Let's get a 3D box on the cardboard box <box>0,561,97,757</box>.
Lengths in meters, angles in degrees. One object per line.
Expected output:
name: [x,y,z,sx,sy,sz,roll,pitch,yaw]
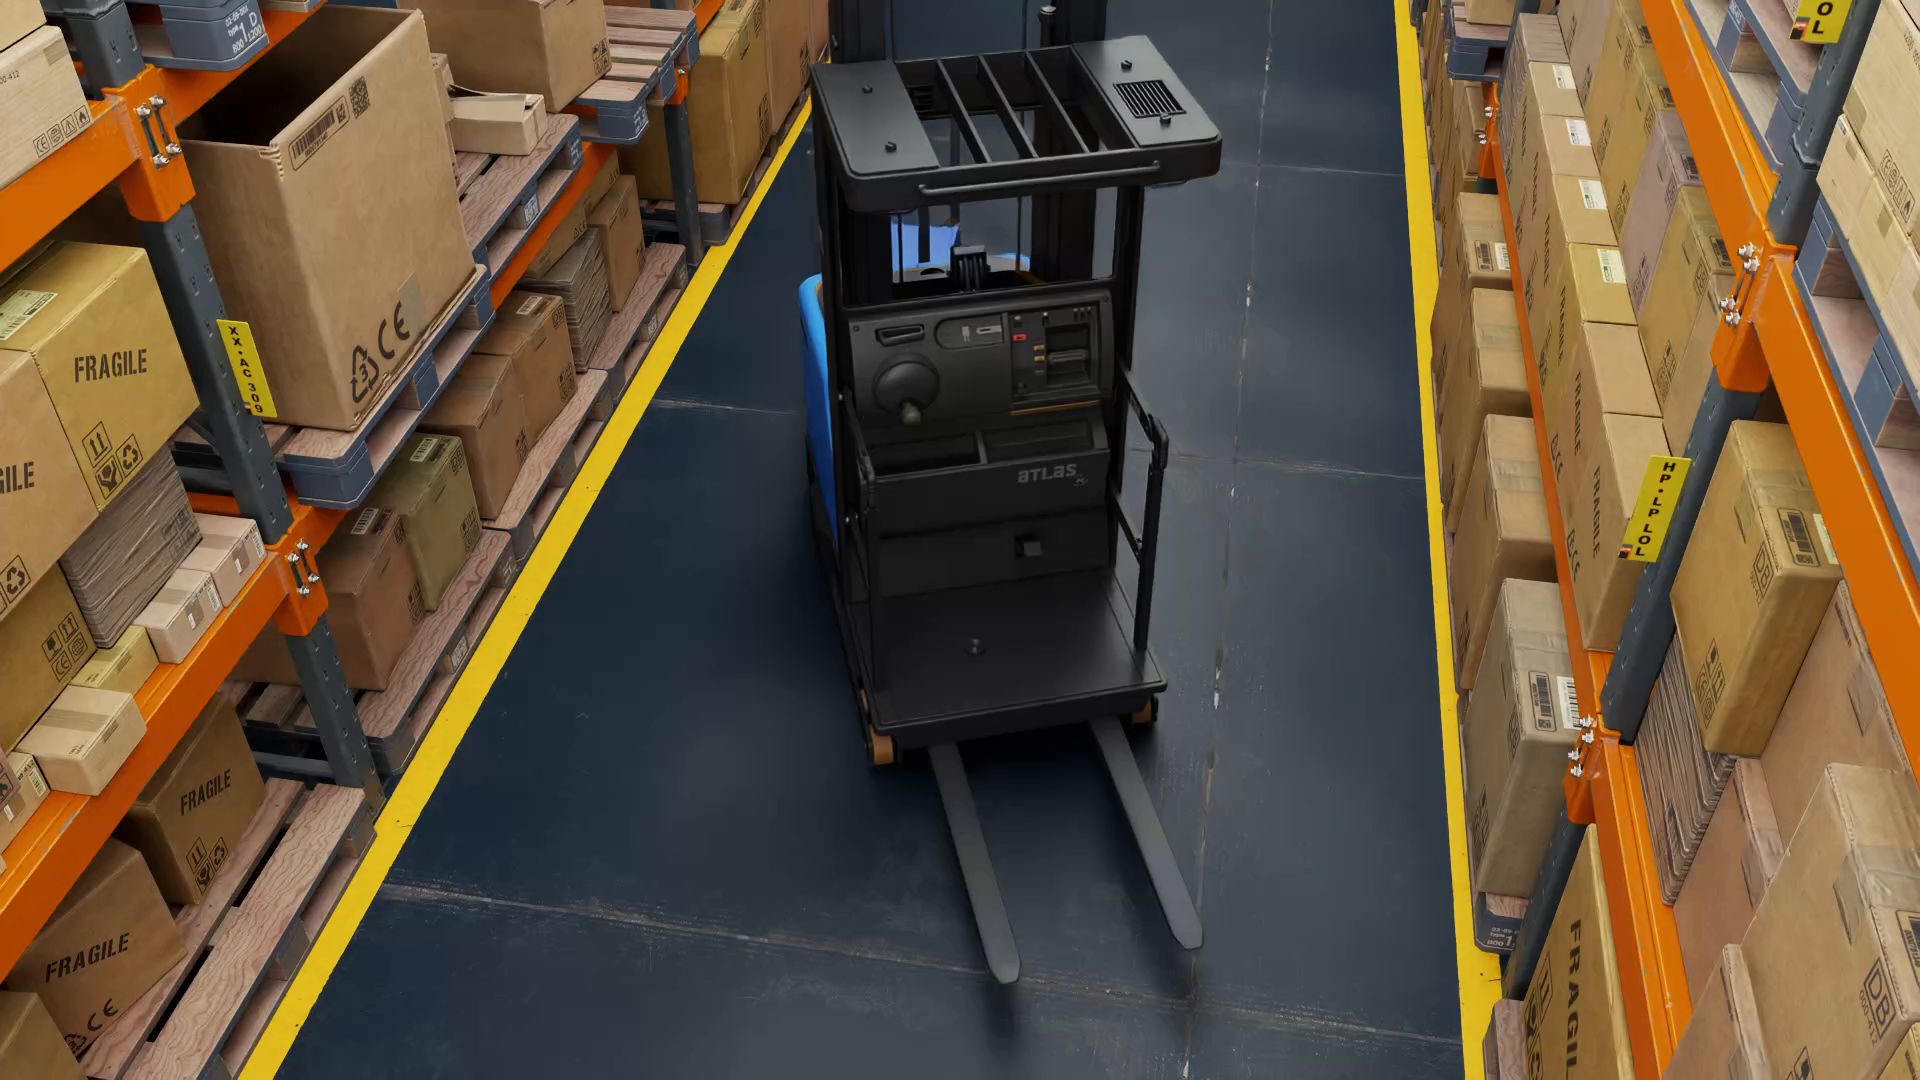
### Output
cardboard box: [-2.861,0.217,4.322,0.875,0.500,0.500,6,40,8]

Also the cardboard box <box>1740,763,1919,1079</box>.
cardboard box: [1.959,0.830,2.926,0.875,0.550,0.550,6,40,8]

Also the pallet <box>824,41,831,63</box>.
pallet: [-1.276,-3.669,11.522,1.003,0.211,1.213,6,40,8]

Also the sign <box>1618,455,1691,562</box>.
sign: [1.730,-0.075,4.140,0.100,0.325,0.005,6,40,8]

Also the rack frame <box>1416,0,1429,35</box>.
rack frame: [3.651,-4.626,10.491,1.000,3.000,0.127,6,40,8]

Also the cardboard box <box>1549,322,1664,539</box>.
cardboard box: [2.181,-0.318,5.202,0.500,0.500,0.500,6,40,7]

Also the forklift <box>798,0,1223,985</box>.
forklift: [0.130,-0.552,5.618,1.130,2.935,3.031,-8,40,-9]

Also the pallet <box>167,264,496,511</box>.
pallet: [-2.326,-0.605,5.778,1.003,0.211,1.213,6,40,8]

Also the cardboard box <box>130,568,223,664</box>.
cardboard box: [-2.402,0.205,4.846,0.380,0.149,0.250,6,40,8]

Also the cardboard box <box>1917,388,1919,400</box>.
cardboard box: [1.737,-0.197,2.570,0.380,0.149,0.250,6,40,7]

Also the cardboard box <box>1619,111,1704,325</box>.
cardboard box: [2.521,-0.981,5.220,0.700,0.500,0.500,7,40,8]

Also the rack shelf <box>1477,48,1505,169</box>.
rack shelf: [3.305,-3.093,9.202,1.077,0.370,4.000,6,40,8]

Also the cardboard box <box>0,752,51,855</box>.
cardboard box: [-2.611,0.666,4.287,0.380,0.149,0.250,6,40,8]

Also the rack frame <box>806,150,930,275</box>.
rack frame: [-0.380,-0.996,7.277,0.500,1.500,0.032,5,40,5]

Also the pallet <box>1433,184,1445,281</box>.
pallet: [3.095,-1.531,8.936,1.003,0.211,1.213,6,40,8]

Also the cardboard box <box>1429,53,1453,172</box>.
cardboard box: [2.984,-2.415,9.449,0.500,0.500,0.500,5,40,6]

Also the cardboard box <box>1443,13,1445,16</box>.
cardboard box: [3.173,-3.344,9.984,0.500,0.250,0.500,7,40,9]

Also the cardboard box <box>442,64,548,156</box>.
cardboard box: [-1.932,-1.759,6.800,0.396,0.266,0.258,5,40,6]

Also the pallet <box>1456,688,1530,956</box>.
pallet: [2.326,0.977,5.903,1.003,0.211,1.213,6,40,8]

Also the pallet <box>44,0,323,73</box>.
pallet: [-2.390,-1.675,4.715,1.213,0.211,1.003,6,40,8]

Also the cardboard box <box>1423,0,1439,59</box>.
cardboard box: [3.262,-3.390,10.628,0.500,0.500,0.500,8,40,9]

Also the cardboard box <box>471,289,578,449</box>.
cardboard box: [-2.180,-0.803,7.484,0.700,0.500,0.500,10,41,11]

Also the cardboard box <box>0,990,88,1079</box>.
cardboard box: [-2.832,1.591,4.603,0.500,0.500,0.500,3,40,4]

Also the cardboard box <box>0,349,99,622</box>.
cardboard box: [-2.493,-0.127,3.953,0.500,0.500,0.500,6,40,8]

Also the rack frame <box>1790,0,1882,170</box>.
rack frame: [2.266,-1.917,2.507,1.000,3.000,0.127,6,40,8]

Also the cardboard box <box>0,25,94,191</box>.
cardboard box: [-2.423,-0.999,3.868,0.500,0.250,0.500,8,40,9]

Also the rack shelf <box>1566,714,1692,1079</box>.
rack shelf: [1.920,1.927,3.129,1.077,0.370,4.000,6,40,8]

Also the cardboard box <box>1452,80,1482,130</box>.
cardboard box: [2.895,-2.379,8.817,0.500,0.250,0.500,7,40,8]

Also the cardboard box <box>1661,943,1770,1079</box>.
cardboard box: [1.932,1.244,3.274,0.875,0.550,0.550,6,40,8]

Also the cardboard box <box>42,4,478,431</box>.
cardboard box: [-2.326,-1.092,5.416,1.000,1.000,1.000,7,40,8]

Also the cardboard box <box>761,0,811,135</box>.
cardboard box: [-1.607,-3.058,9.933,1.225,0.875,0.875,7,40,8]

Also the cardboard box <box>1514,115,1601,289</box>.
cardboard box: [2.442,-1.266,6.349,0.500,0.500,0.500,6,40,8]

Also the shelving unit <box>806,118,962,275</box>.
shelving unit: [-0.317,-1.317,7.666,0.538,1.500,1.048,5,40,5]

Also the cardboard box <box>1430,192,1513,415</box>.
cardboard box: [2.765,-1.038,7.587,1.050,0.750,0.750,6,40,7]

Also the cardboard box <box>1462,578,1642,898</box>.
cardboard box: [2.285,0.701,5.484,1.050,0.750,0.750,6,40,7]

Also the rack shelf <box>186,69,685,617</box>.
rack shelf: [-2.255,-1.193,6.904,1.077,0.370,4.000,6,40,8]

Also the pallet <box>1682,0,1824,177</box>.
pallet: [2.376,-1.268,4.226,0.805,0.209,1.217,5,40,6]

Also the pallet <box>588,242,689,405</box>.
pallet: [-2.046,-1.161,8.488,1.003,0.211,1.213,6,40,8]

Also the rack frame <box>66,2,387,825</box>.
rack frame: [-2.601,-0.215,5.156,1.000,3.000,0.127,6,40,8]

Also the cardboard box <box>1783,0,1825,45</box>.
cardboard box: [2.231,-1.365,3.902,0.500,0.250,0.500,7,40,8]

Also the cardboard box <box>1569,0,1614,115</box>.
cardboard box: [2.785,-1.941,6.381,0.700,0.500,0.500,6,40,7]

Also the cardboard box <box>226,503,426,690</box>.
cardboard box: [-2.474,0.195,6.276,0.700,0.500,0.500,4,40,4]

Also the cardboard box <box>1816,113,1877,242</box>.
cardboard box: [1.869,-0.674,3.146,0.380,0.149,0.250,6,40,7]
